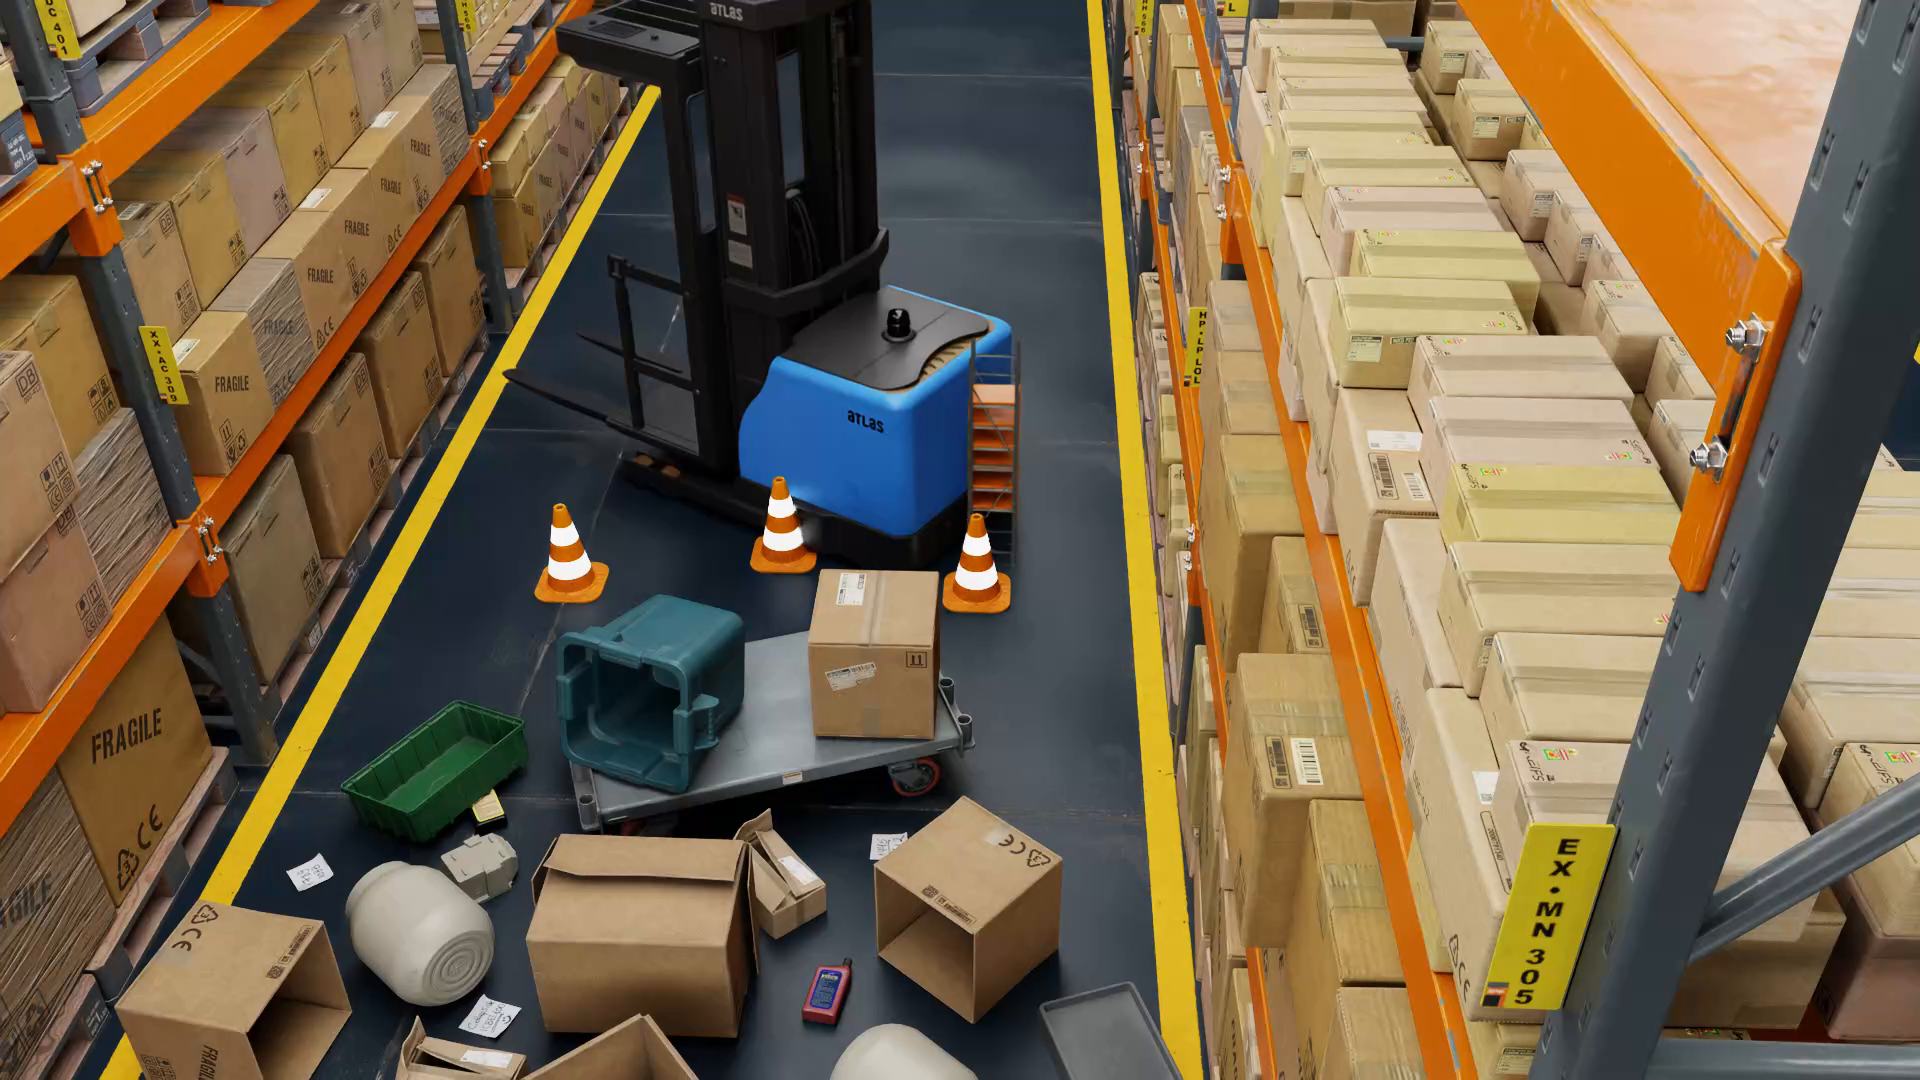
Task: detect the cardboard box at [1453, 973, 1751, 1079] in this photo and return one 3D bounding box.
[{"bbox_3d":[1.008,0.745,2.637,0.380,0.149,0.250,1,35,2],"label":"cardboard box"}]

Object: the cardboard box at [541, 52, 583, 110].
[{"bbox_3d":[-3.014,-3.293,11.929,0.500,0.250,0.500,0,35,0],"label":"cardboard box"}]

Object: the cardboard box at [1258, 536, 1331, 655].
[{"bbox_3d":[1.180,0.341,4.386,0.700,0.500,0.500,1,35,2],"label":"cardboard box"}]

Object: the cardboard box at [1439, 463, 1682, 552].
[{"bbox_3d":[1.094,-0.010,3.017,0.380,0.149,0.250,2,35,2],"label":"cardboard box"}]

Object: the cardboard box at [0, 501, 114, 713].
[{"bbox_3d":[-3.519,0.194,5.681,0.875,0.550,0.550,1,35,2],"label":"cardboard box"}]

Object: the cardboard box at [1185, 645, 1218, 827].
[{"bbox_3d":[1.140,0.762,6.377,0.500,0.500,0.500,3,35,4],"label":"cardboard box"}]

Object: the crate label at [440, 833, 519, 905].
[{"bbox_3d":[-1.942,1.319,6.700,0.298,0.136,0.250,-24,42,-30],"label":"crate label"}]

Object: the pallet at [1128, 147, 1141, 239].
[{"bbox_3d":[1.753,-2.525,12.105,1.003,0.211,1.213,1,35,2],"label":"pallet"}]

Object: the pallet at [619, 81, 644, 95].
[{"bbox_3d":[-3.204,-4.115,14.368,1.003,0.211,1.213,1,35,2],"label":"pallet"}]

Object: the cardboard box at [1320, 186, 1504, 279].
[{"bbox_3d":[1.097,-0.745,4.063,0.380,0.149,0.250,1,35,1],"label":"cardboard box"}]

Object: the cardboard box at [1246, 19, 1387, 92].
[{"bbox_3d":[1.095,-1.494,5.130,0.380,0.149,0.250,1,35,1],"label":"cardboard box"}]

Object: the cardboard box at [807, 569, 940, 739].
[{"bbox_3d":[-0.346,0.472,6.931,0.500,0.500,0.500,1,35,2],"label":"cardboard box"}]

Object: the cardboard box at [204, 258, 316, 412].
[{"bbox_3d":[-3.207,-0.900,7.281,0.500,0.500,0.500,2,35,2],"label":"cardboard box"}]

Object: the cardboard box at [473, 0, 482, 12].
[{"bbox_3d":[-3.136,-3.299,10.118,0.380,0.149,0.250,0,35,1],"label":"cardboard box"}]

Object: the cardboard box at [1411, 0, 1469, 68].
[{"bbox_3d":[1.858,-1.881,5.920,0.500,0.250,0.500,0,35,1],"label":"cardboard box"}]

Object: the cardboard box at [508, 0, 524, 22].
[{"bbox_3d":[-3.097,-3.510,10.935,0.380,0.149,0.250,2,35,3],"label":"cardboard box"}]

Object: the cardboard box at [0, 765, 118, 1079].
[{"bbox_3d":[-3.644,1.302,5.717,0.875,0.875,0.875,2,35,2],"label":"cardboard box"}]

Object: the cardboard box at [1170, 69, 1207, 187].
[{"bbox_3d":[1.316,-1.992,8.210,0.500,0.500,0.500,2,35,3],"label":"cardboard box"}]

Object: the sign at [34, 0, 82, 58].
[{"bbox_3d":[-2.962,-1.733,5.425,0.100,0.325,0.005,1,35,2],"label":"sign"}]

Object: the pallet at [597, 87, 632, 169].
[{"bbox_3d":[-3.225,-3.281,13.181,1.003,0.211,1.213,1,35,2],"label":"pallet"}]

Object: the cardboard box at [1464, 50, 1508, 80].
[{"bbox_3d":[1.705,-1.330,4.895,0.380,0.149,0.250,0,35,1],"label":"cardboard box"}]

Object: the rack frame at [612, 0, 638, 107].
[{"bbox_3d":[-3.195,-4.870,13.016,1.000,3.000,0.127,1,35,2],"label":"rack frame"}]

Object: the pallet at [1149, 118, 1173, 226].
[{"bbox_3d":[1.672,-2.025,9.135,1.213,0.211,1.003,1,35,2],"label":"pallet"}]

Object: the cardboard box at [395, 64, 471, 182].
[{"bbox_3d":[-3.106,-2.347,9.340,0.500,0.500,0.500,1,35,2],"label":"cardboard box"}]

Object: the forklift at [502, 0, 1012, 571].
[{"bbox_3d":[-1.230,-1.665,8.515,3.031,2.935,1.130,21,40,27],"label":"forklift"}]

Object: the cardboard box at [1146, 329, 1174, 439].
[{"bbox_3d":[1.540,-0.863,9.236,0.950,0.372,0.625,1,35,1],"label":"cardboard box"}]

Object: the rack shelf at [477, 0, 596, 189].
[{"bbox_3d":[-3.276,-3.426,11.588,1.077,0.370,4.000,1,35,2],"label":"rack shelf"}]

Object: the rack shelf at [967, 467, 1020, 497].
[{"bbox_3d":[0.168,-0.279,8.335,0.258,0.103,0.180,2,35,3],"label":"rack shelf"}]

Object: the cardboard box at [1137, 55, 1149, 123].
[{"bbox_3d":[1.355,-2.750,10.131,0.500,0.250,0.500,0,35,0],"label":"cardboard box"}]

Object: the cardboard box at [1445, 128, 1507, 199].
[{"bbox_3d":[1.665,-0.955,4.708,0.500,0.250,0.500,1,35,1],"label":"cardboard box"}]

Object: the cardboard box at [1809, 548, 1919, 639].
[{"bbox_3d":[1.557,0.143,2.799,0.380,0.149,0.250,1,35,2],"label":"cardboard box"}]

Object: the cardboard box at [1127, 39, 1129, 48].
[{"bbox_3d":[1.887,-4.295,14.062,0.875,0.438,0.875,1,35,1],"label":"cardboard box"}]

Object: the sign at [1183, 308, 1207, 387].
[{"bbox_3d":[0.879,-0.702,6.078,0.100,0.325,0.005,1,35,2],"label":"sign"}]

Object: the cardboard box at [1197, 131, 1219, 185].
[{"bbox_3d":[1.229,-1.642,7.148,0.380,0.149,0.250,0,35,0],"label":"cardboard box"}]

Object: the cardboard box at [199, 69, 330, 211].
[{"bbox_3d":[-3.442,-1.885,7.812,0.700,0.500,0.500,1,35,1],"label":"cardboard box"}]

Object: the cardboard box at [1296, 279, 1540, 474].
[{"bbox_3d":[1.080,-0.384,3.897,0.500,0.250,0.500,2,35,2],"label":"cardboard box"}]

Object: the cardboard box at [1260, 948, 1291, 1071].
[{"bbox_3d":[1.068,1.025,4.283,0.500,0.500,0.500,1,35,2],"label":"cardboard box"}]

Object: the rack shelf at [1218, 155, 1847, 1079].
[{"bbox_3d":[1.353,-0.001,4.105,1.077,0.370,4.000,1,35,2],"label":"rack shelf"}]

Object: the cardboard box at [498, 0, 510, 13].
[{"bbox_3d":[-3.110,-3.490,10.647,0.380,0.149,0.250,1,35,2],"label":"cardboard box"}]

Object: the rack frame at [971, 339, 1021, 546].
[{"bbox_3d":[0.174,-0.466,8.316,0.240,1.200,0.006,2,35,3],"label":"rack frame"}]

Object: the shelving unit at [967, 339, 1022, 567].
[{"bbox_3d":[0.168,-0.414,8.241,0.258,1.200,0.189,2,35,3],"label":"shelving unit"}]

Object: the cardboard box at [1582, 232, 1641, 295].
[{"bbox_3d":[1.672,-0.588,3.840,0.380,0.149,0.250,2,35,3],"label":"cardboard box"}]

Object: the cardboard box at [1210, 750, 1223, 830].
[{"bbox_3d":[1.056,0.862,5.670,0.380,0.149,0.250,3,35,4],"label":"cardboard box"}]

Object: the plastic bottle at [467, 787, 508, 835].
[{"bbox_3d":[-2.020,1.122,7.046,0.133,0.061,0.283,-17,38,-22],"label":"plastic bottle"}]

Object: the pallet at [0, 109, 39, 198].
[{"bbox_3d":[-3.560,-0.995,4.971,1.003,0.211,1.213,1,35,2],"label":"pallet"}]

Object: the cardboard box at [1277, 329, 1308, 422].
[{"bbox_3d":[1.036,-0.430,4.308,0.380,0.149,0.250,1,35,1],"label":"cardboard box"}]

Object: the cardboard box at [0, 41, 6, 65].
[{"bbox_3d":[-3.280,-1.485,5.011,0.500,0.250,0.500,1,35,1],"label":"cardboard box"}]

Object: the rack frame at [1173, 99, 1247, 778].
[{"bbox_3d":[1.434,-0.217,6.396,1.000,3.000,0.127,1,35,2],"label":"rack frame"}]

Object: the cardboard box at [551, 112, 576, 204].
[{"bbox_3d":[-3.040,-2.705,11.745,0.500,0.500,0.500,0,35,1],"label":"cardboard box"}]

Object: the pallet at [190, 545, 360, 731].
[{"bbox_3d":[-3.561,0.422,7.911,1.003,0.211,1.213,1,35,2],"label":"pallet"}]
